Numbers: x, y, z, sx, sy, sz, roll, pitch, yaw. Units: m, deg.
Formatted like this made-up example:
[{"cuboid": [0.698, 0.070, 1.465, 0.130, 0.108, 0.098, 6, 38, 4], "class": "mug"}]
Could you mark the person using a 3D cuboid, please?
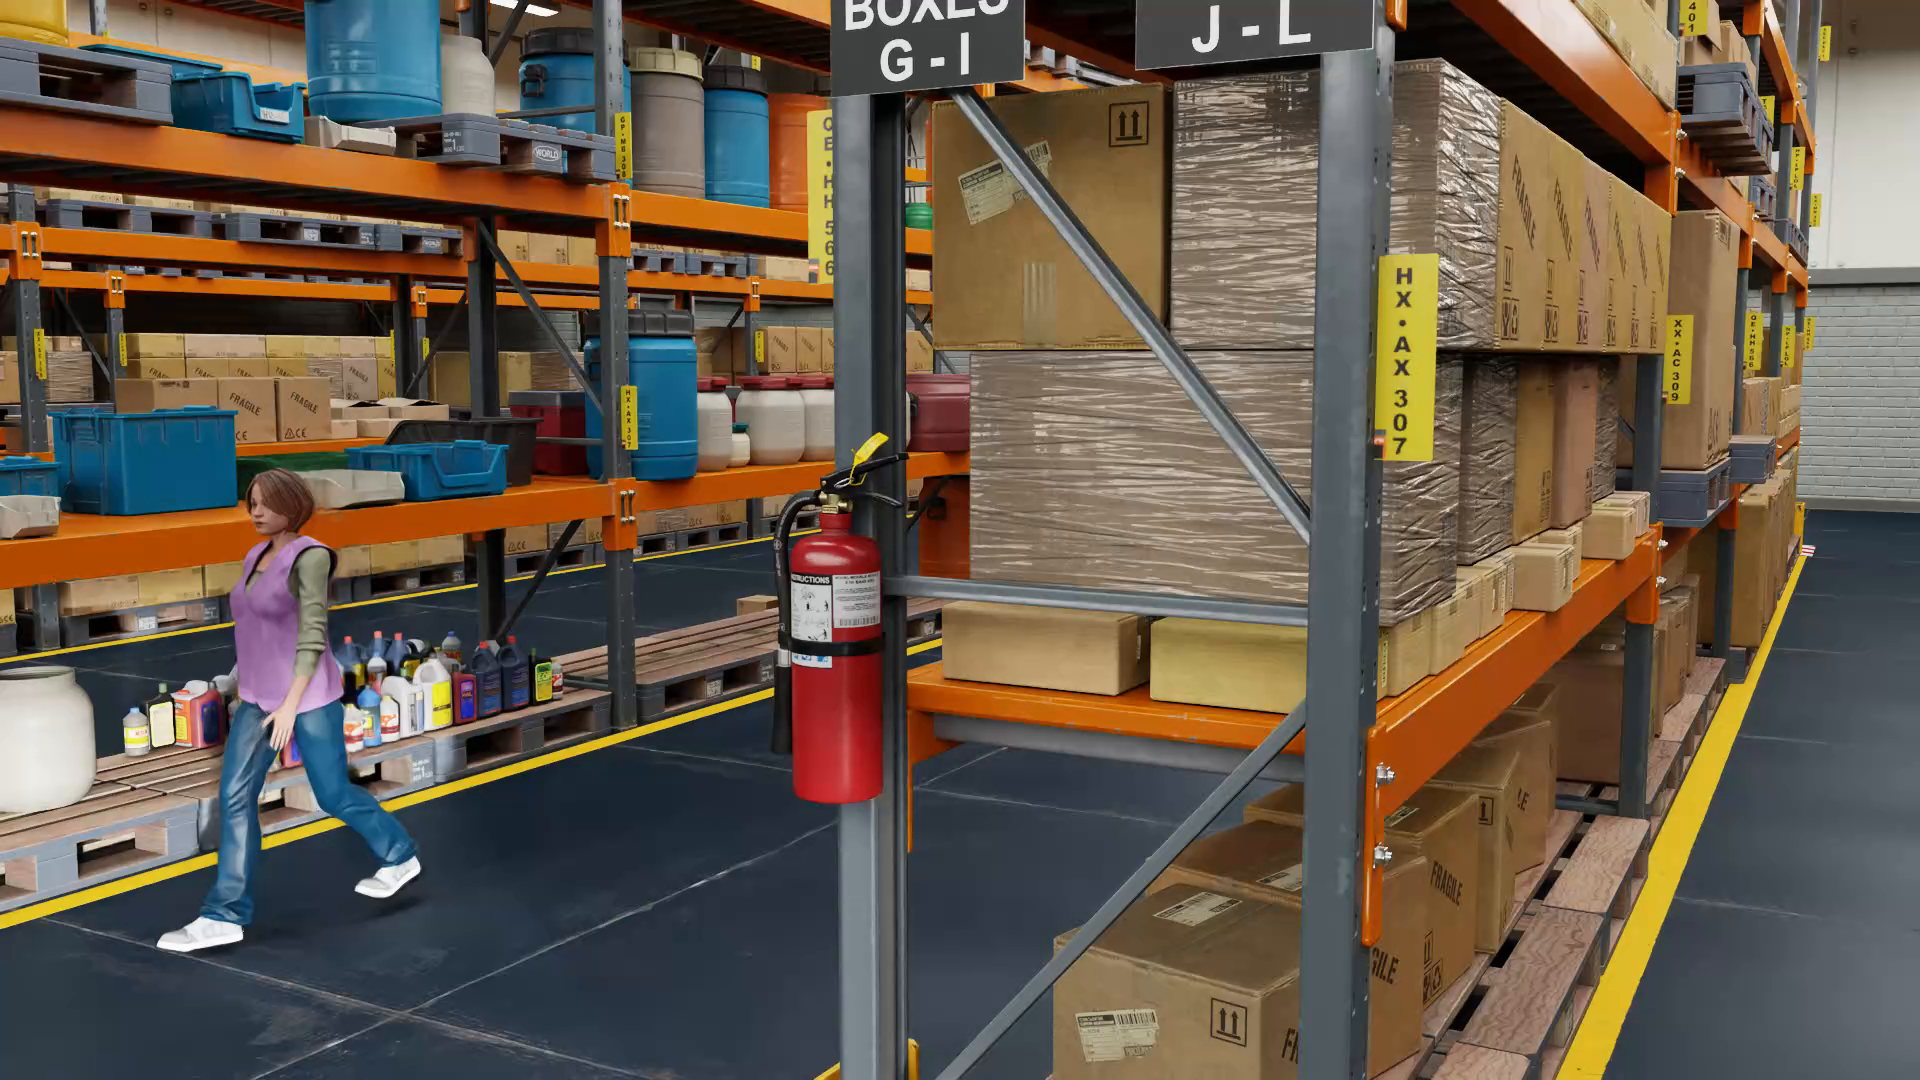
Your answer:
[{"cuboid": [-2.238, 0.534, 5.562, 0.426, 1.554, 0.898, 4, 7, 31], "class": "person"}]
